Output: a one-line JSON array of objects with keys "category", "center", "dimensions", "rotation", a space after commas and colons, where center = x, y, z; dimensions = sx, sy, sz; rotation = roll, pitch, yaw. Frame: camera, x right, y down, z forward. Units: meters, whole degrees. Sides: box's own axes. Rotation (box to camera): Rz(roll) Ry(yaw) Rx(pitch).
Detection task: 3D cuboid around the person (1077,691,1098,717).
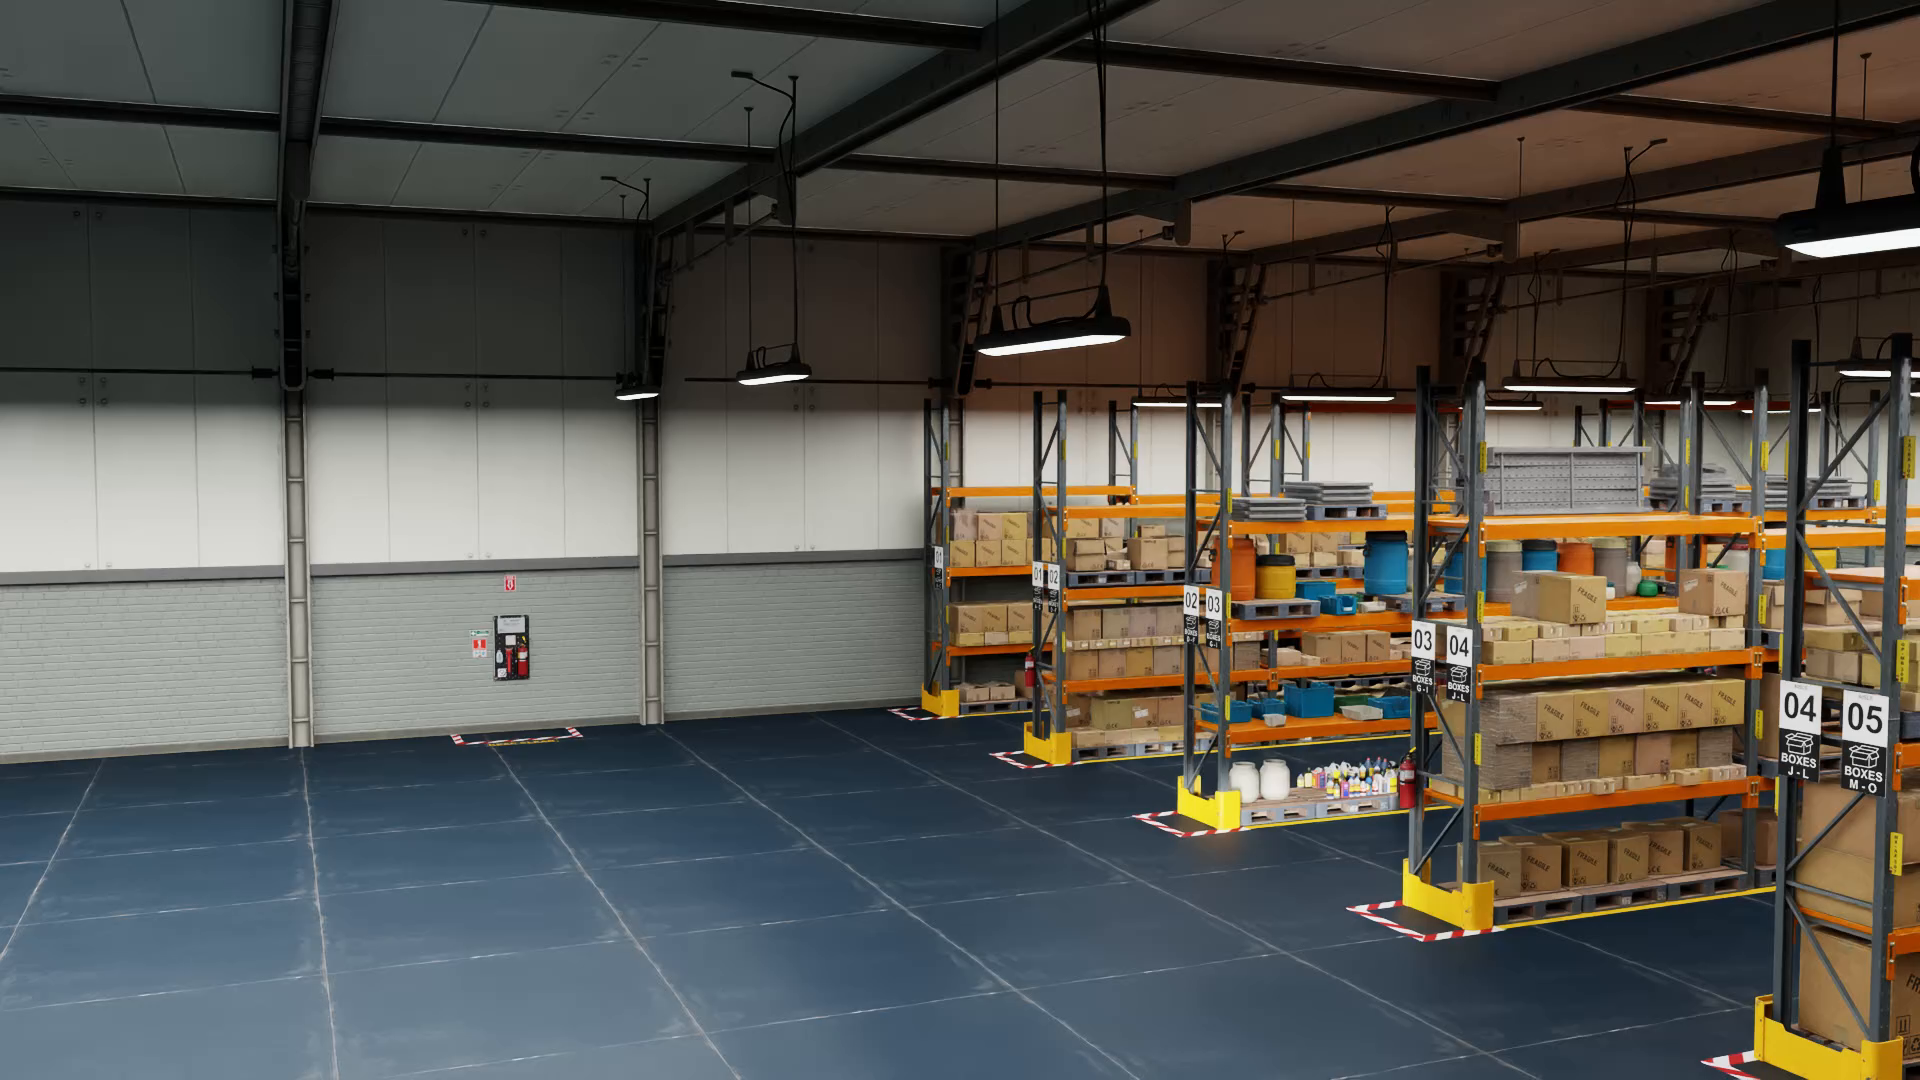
[{"category": "person", "center": [2.301, 2.656, 30.761], "dimensions": [0.468, 1.412, 0.932], "rotation": [2, 4, 35]}]
